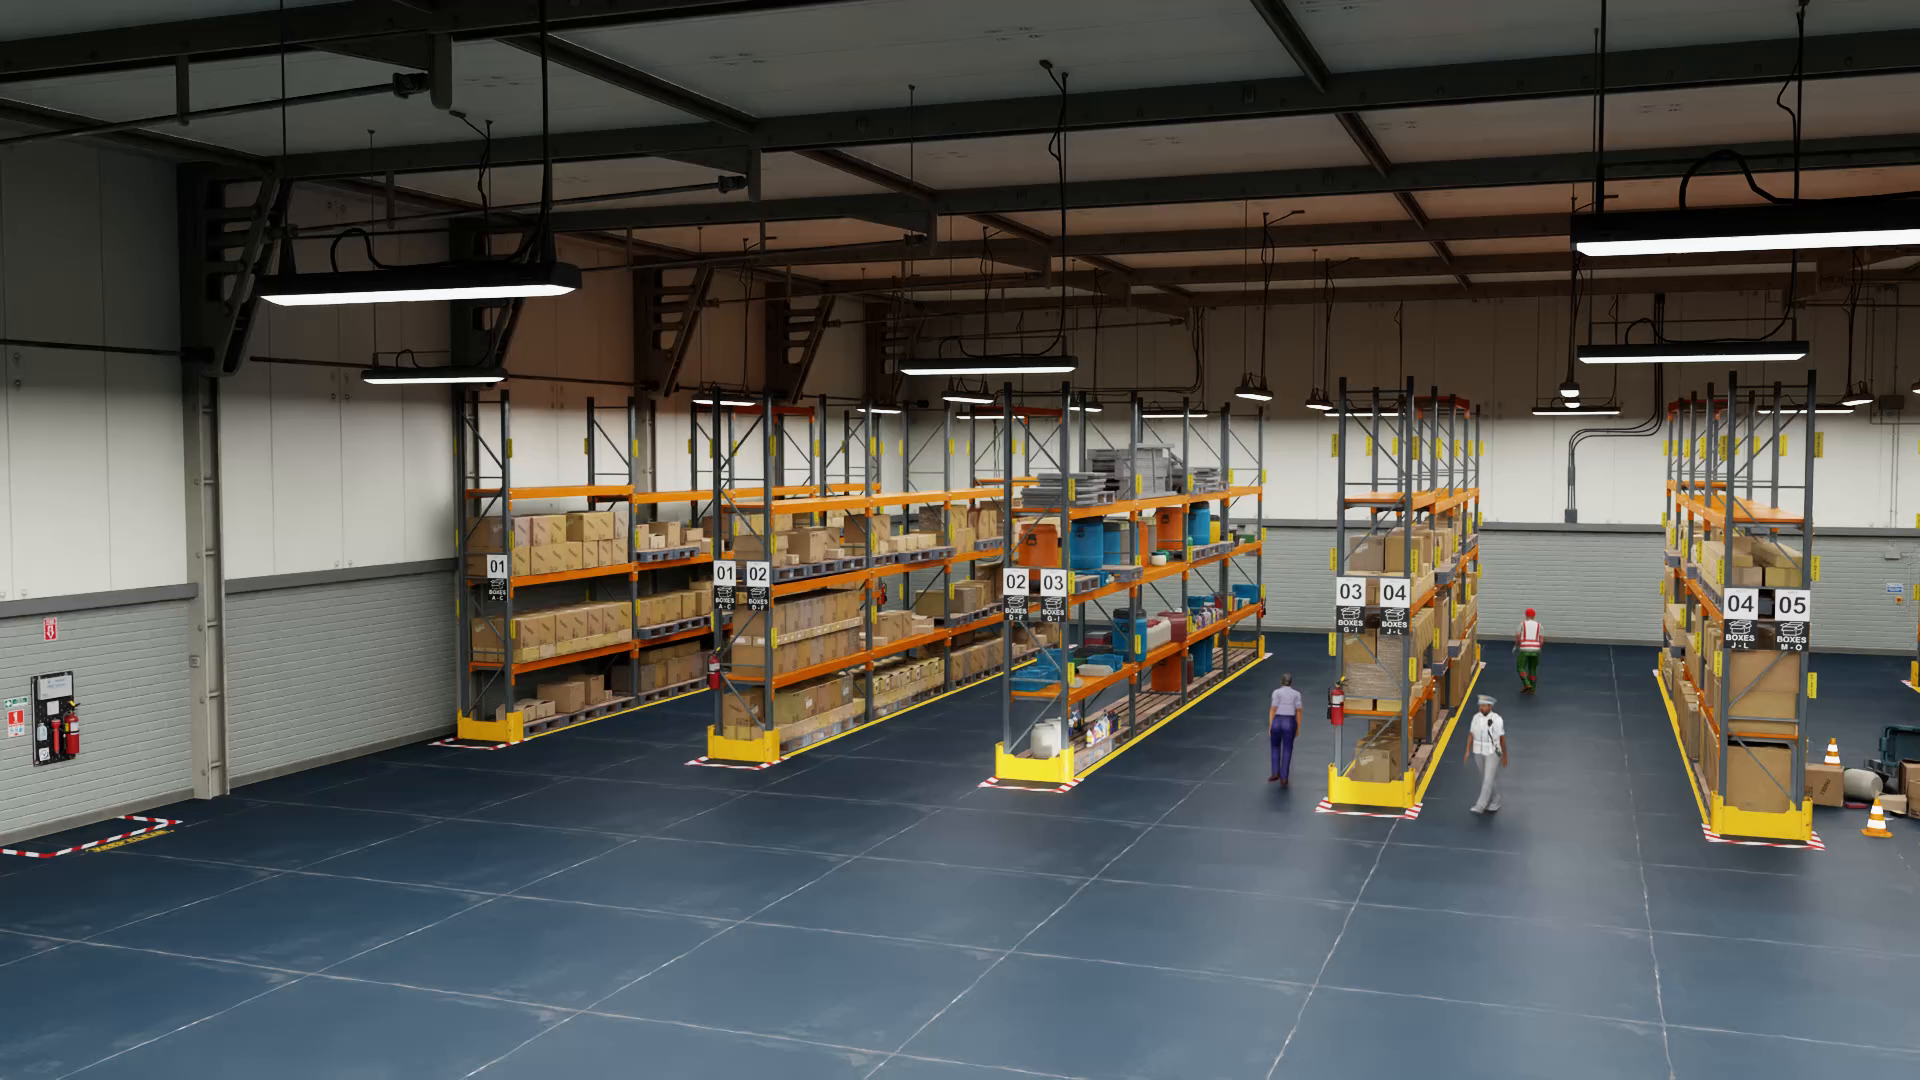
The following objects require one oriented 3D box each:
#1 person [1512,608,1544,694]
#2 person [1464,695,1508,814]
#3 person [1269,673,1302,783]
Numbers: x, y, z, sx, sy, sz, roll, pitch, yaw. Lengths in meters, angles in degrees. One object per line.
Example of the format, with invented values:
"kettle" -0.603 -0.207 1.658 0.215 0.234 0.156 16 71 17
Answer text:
"person" 11.616 2.273 33.905 0.617 1.743 0.714 0 3 1
"person" 7.116 2.920 22.649 1.012 1.628 0.492 -3 4 -39
"person" 4.860 2.842 24.886 0.500 1.695 0.606 1 3 15
